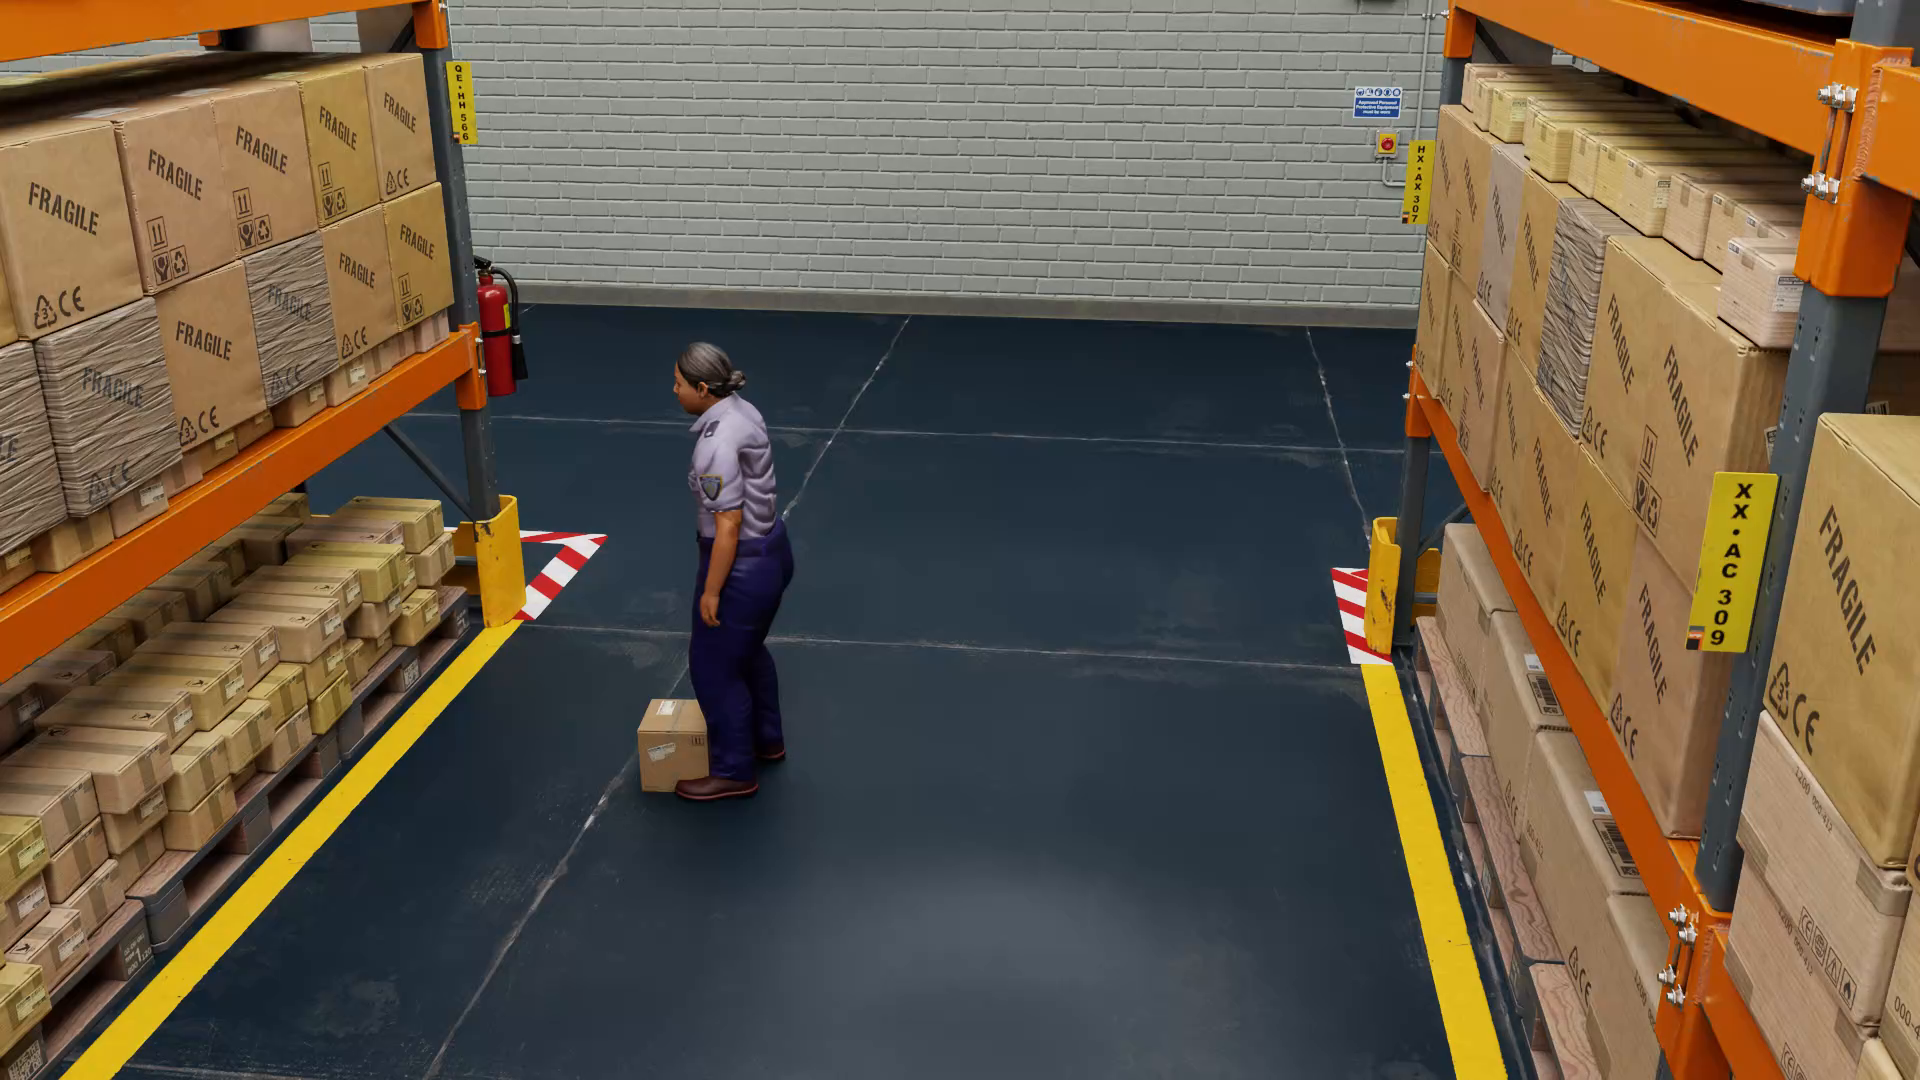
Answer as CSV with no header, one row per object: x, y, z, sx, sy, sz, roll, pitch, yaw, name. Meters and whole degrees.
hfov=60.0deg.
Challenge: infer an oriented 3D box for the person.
-0.807,0.107,5.821,0.417,1.651,0.537,3,21,7,person
